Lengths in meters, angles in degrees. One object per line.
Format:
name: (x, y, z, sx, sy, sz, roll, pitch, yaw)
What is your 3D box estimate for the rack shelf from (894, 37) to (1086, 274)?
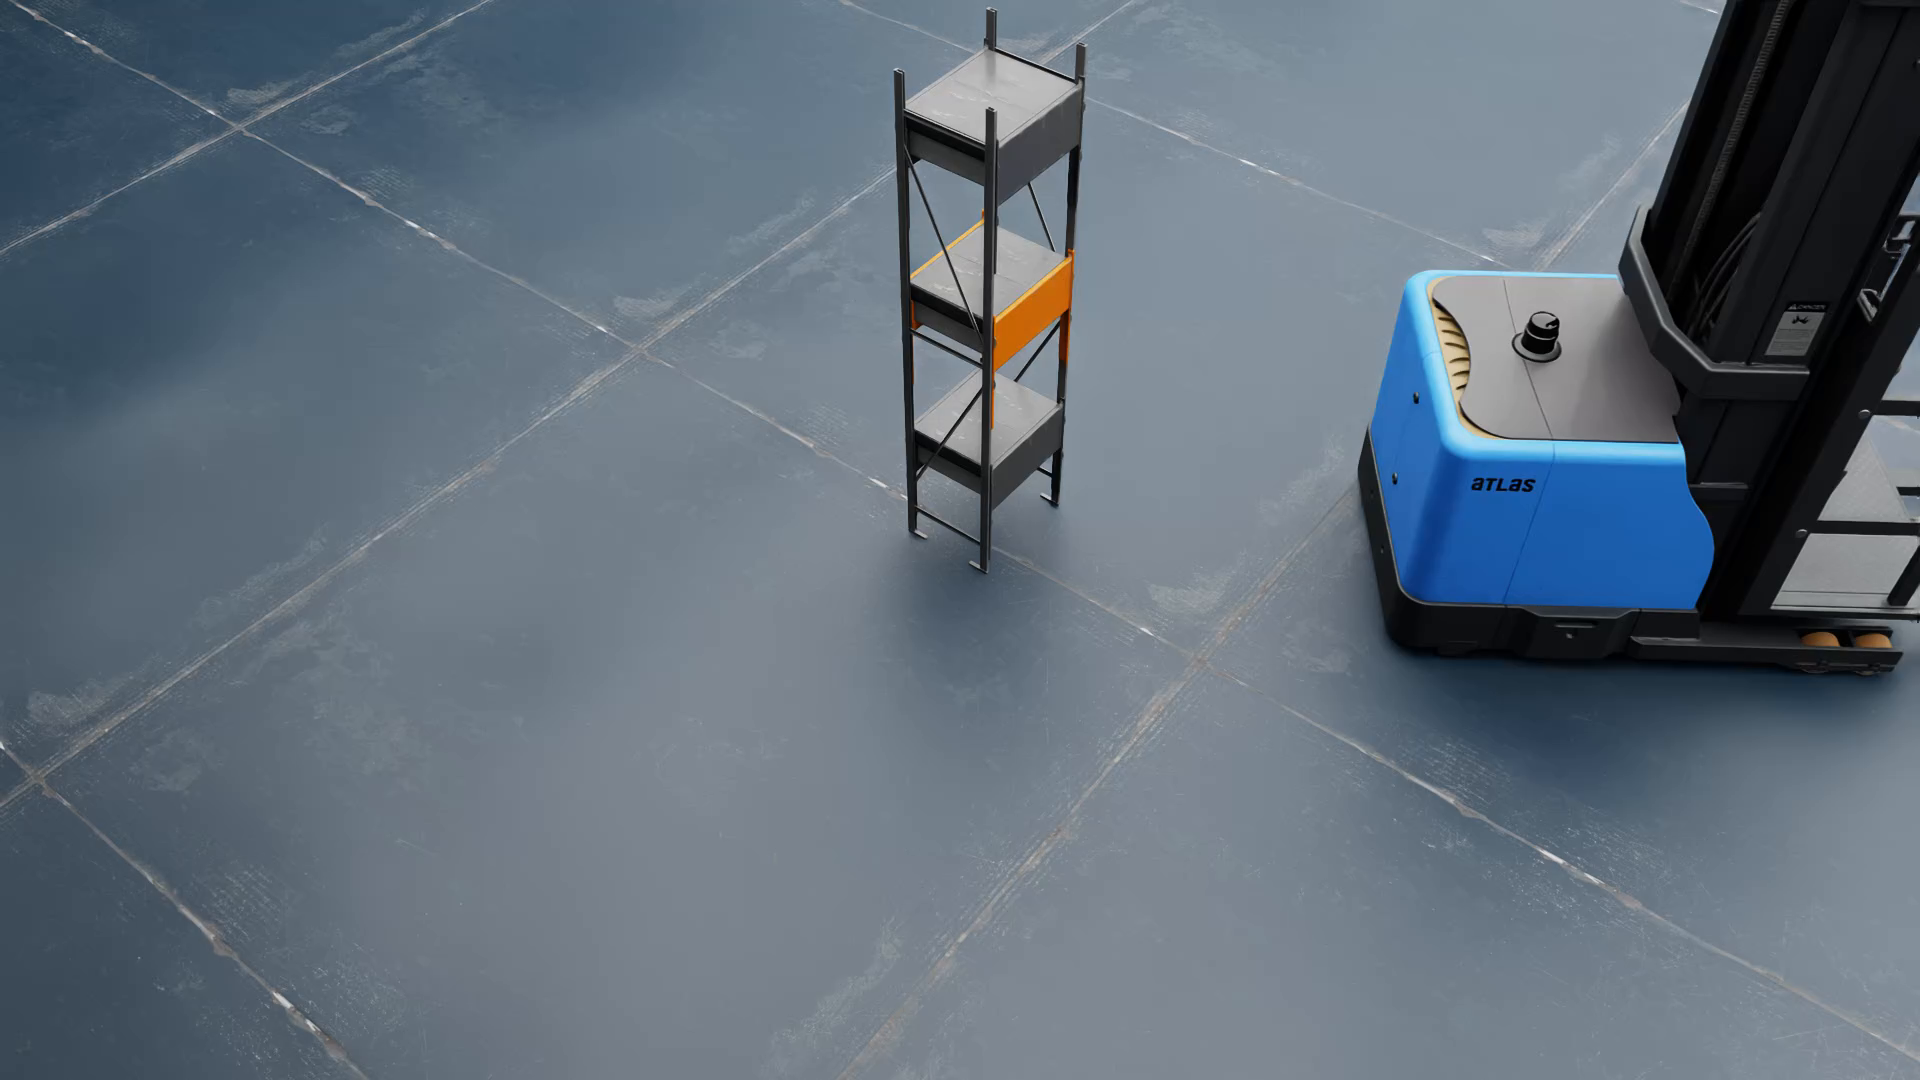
rack shelf: (0.101, -1.294, 5.585, 0.431, 0.518, 0.480, 29, 53, 25)

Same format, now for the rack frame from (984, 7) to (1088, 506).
rack frame: (0.250, -0.960, 6.215, 0.400, 2.100, 0.015, 29, 53, 25)

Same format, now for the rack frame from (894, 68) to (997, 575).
rack frame: (-0.048, -0.680, 5.948, 0.400, 2.100, 0.015, 29, 53, 25)

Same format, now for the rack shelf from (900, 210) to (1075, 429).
rack shelf: (0.101, -0.811, 6.091, 0.431, 0.518, 0.480, 29, 53, 25)

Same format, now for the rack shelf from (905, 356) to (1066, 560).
rack shelf: (0.101, -0.327, 6.597, 0.431, 0.518, 0.480, 29, 53, 25)

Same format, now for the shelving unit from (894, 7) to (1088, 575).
shelving unit: (0.101, -0.820, 6.081, 0.431, 2.100, 0.503, 29, 53, 25)

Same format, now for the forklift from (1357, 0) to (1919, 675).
forklift: (3.152, -0.900, 5.583, 3.031, 2.935, 1.130, 2, 46, 1)
